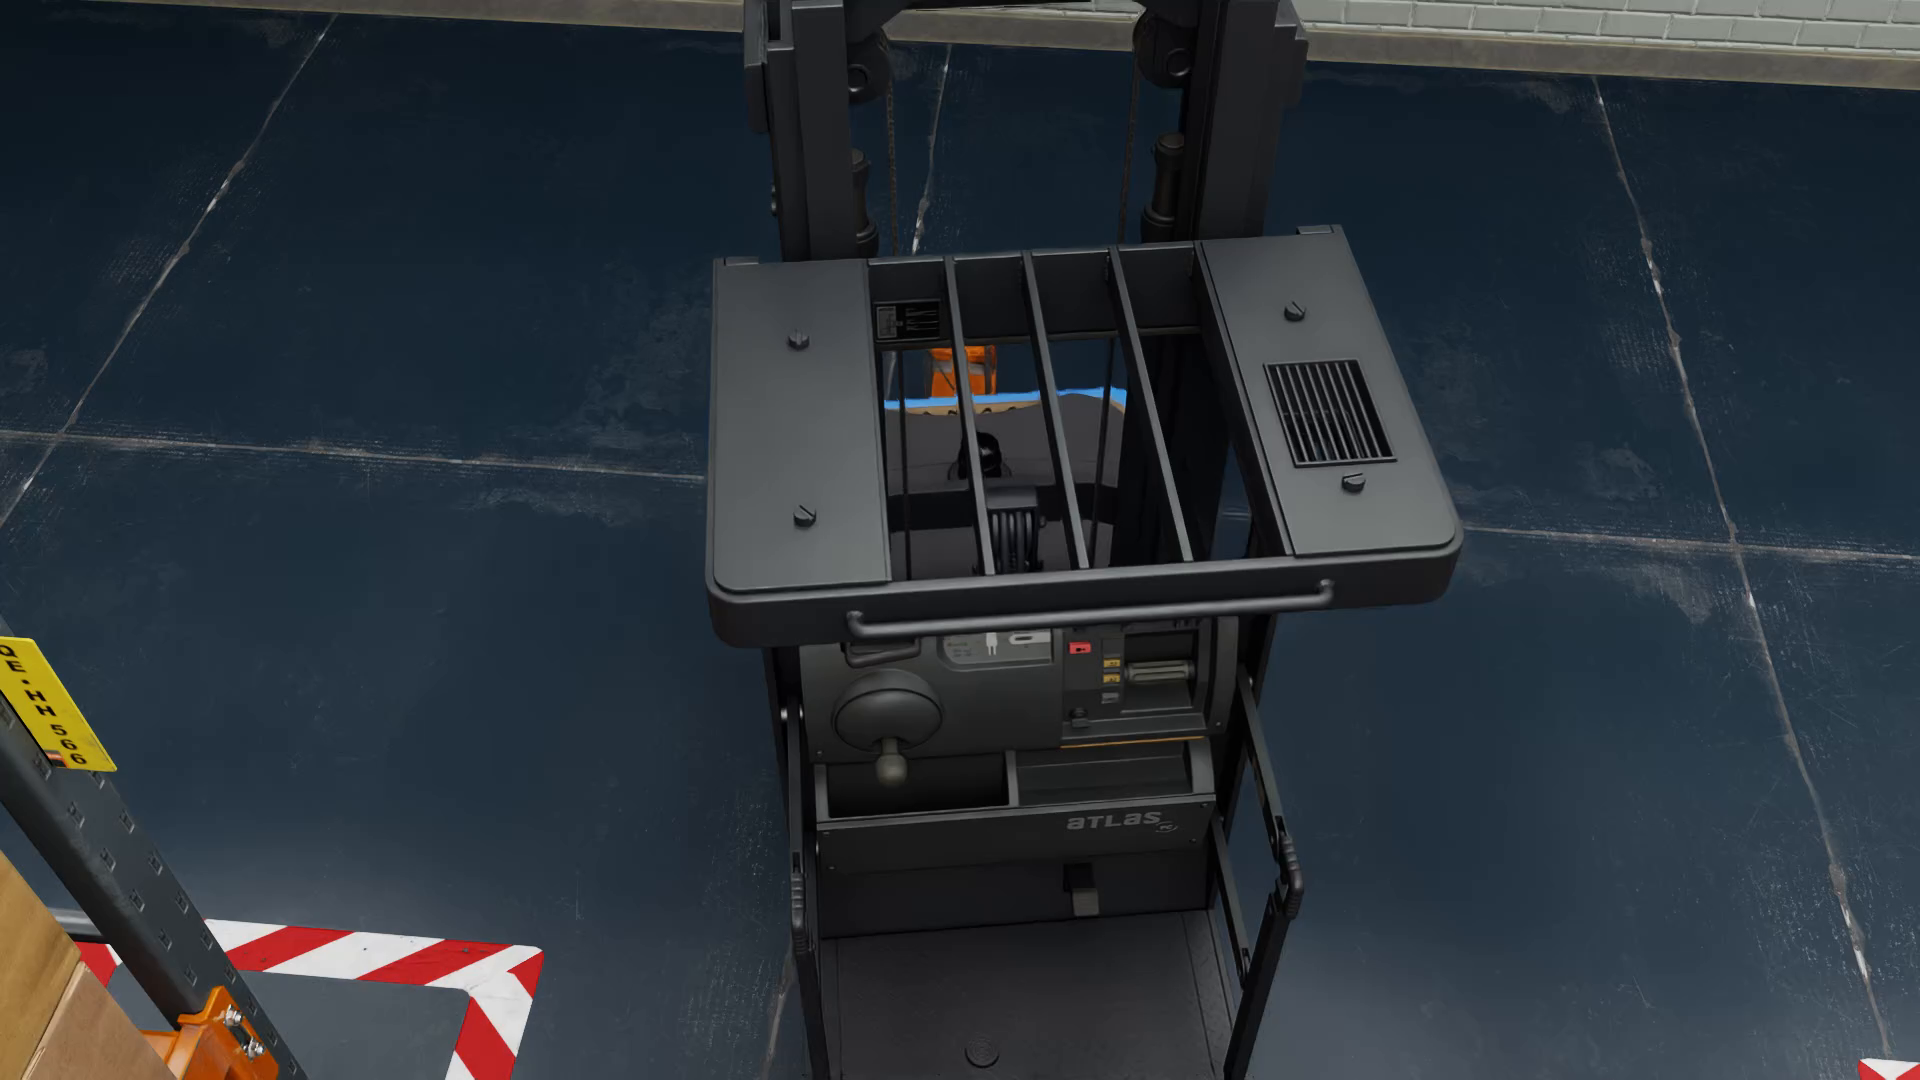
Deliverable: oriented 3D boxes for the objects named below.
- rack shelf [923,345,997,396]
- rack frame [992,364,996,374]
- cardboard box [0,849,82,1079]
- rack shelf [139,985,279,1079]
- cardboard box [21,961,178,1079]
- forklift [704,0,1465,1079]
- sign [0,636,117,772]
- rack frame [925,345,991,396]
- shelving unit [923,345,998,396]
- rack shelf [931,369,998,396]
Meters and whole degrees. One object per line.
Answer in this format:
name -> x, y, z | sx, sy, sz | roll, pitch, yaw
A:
rack shelf -> 0.005, -0.578, 5.197 | 0.215, 0.259, 0.240 | 4, 48, 4
rack frame -> 0.016, -0.483, 5.481 | 0.200, 1.050, 0.008 | 4, 48, 4
cardboard box -> -1.689, 0.669, 2.360 | 0.500, 0.500, 0.500 | 3, 48, 3
rack shelf -> -2.104, 2.407, 2.003 | 1.077, 0.370, 4.000 | 4, 48, 4
cardboard box -> -1.692, 1.008, 2.727 | 0.500, 0.500, 0.500 | 5, 48, 5
forklift -> 0.148, 0.406, 3.392 | 1.130, 2.935, 3.031 | -4, 48, -3
sign -> -1.371, 0.249, 2.491 | 0.100, 0.325, 0.005 | 4, 48, 4
rack frame -> -0.006, -0.304, 5.317 | 0.200, 1.050, 0.008 | 4, 48, 4
shelving unit -> 0.005, -0.394, 5.399 | 0.215, 1.050, 0.252 | 4, 48, 4
rack shelf -> 0.005, -0.386, 5.406 | 0.215, 0.259, 0.240 | 4, 48, 4
